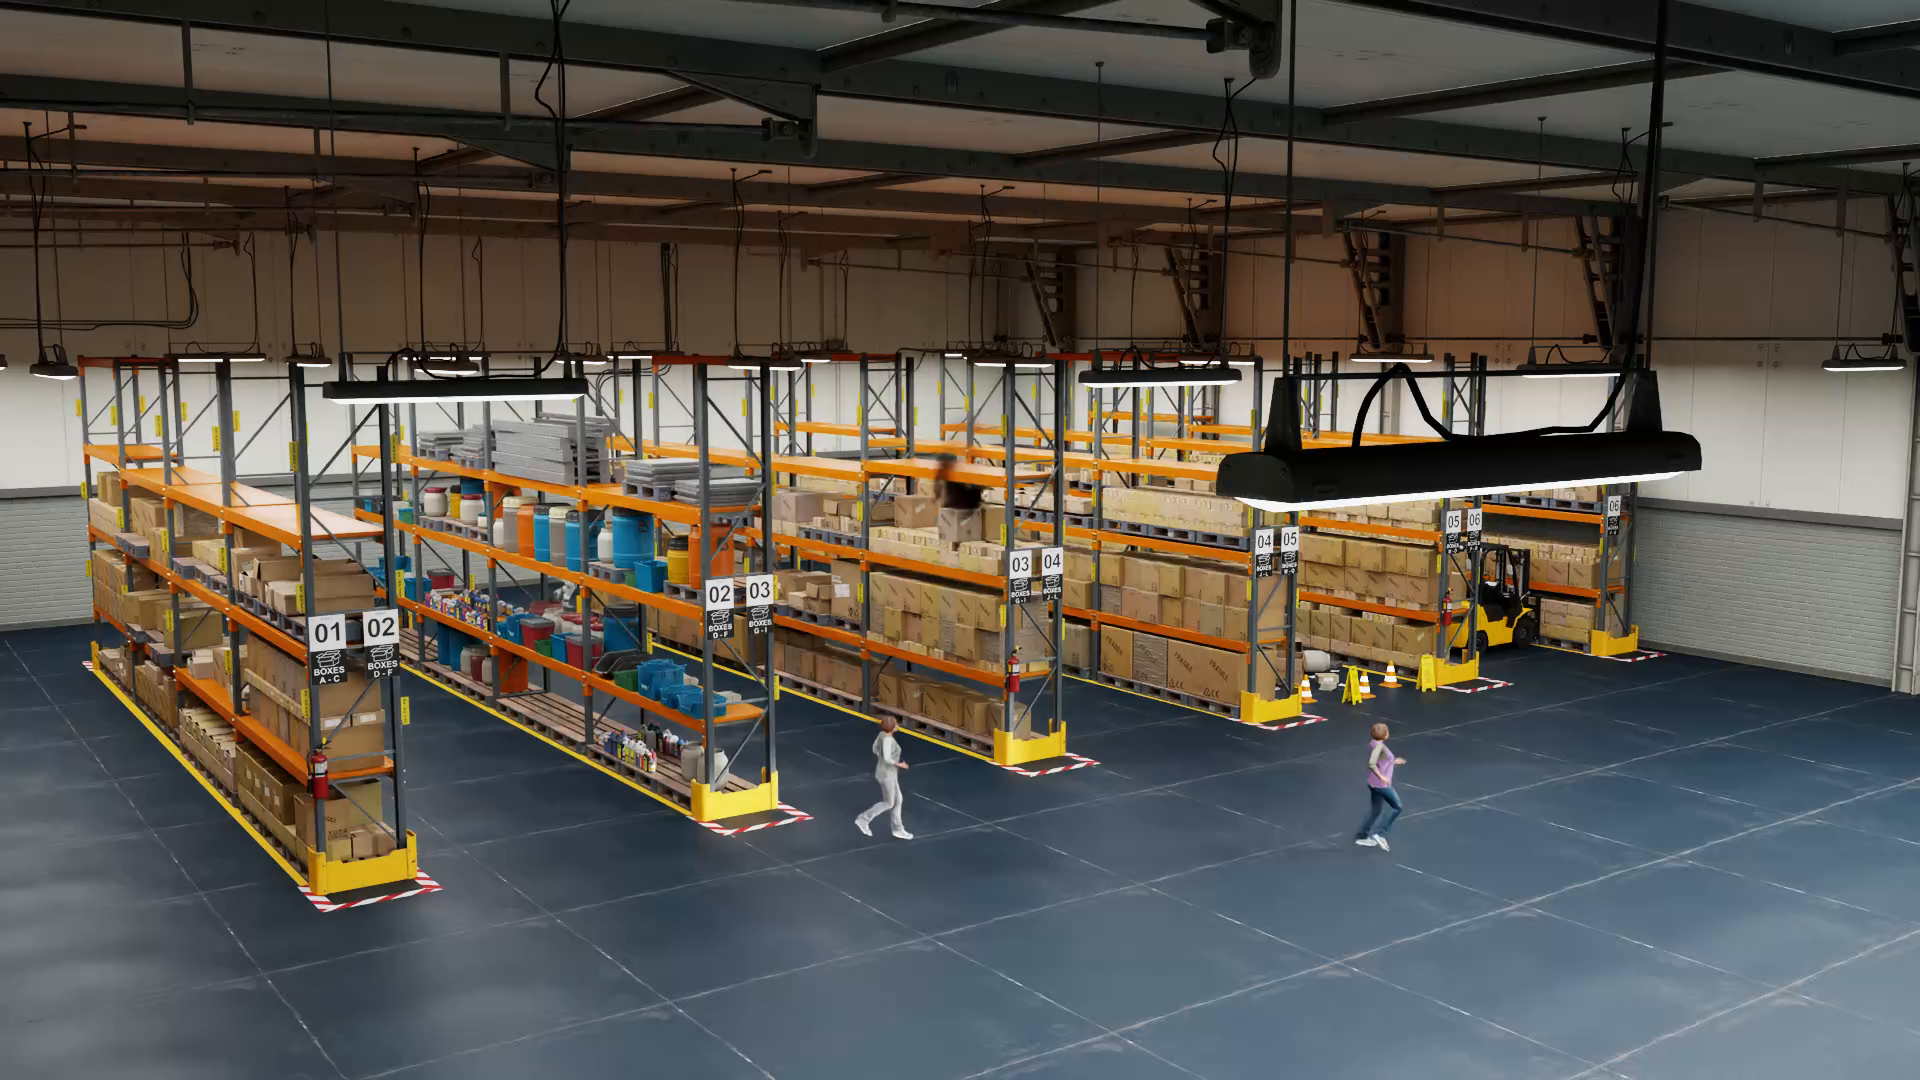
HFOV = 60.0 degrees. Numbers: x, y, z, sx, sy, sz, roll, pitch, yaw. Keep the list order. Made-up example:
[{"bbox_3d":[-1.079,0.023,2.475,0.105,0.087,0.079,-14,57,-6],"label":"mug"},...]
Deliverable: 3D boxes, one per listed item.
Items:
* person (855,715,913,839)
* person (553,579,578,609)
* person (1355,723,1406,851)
[{"bbox_3d":[-0.959,3.008,21.028,0.736,1.603,0.566,-1,7,-9],"label":"person"},{"bbox_3d":[-9.263,0.756,38.941,0.573,1.720,0.664,-1,7,-11],"label":"person"},{"bbox_3d":[5.226,3.054,20.585,0.635,1.610,0.518,-1,7,-6],"label":"person"}]
